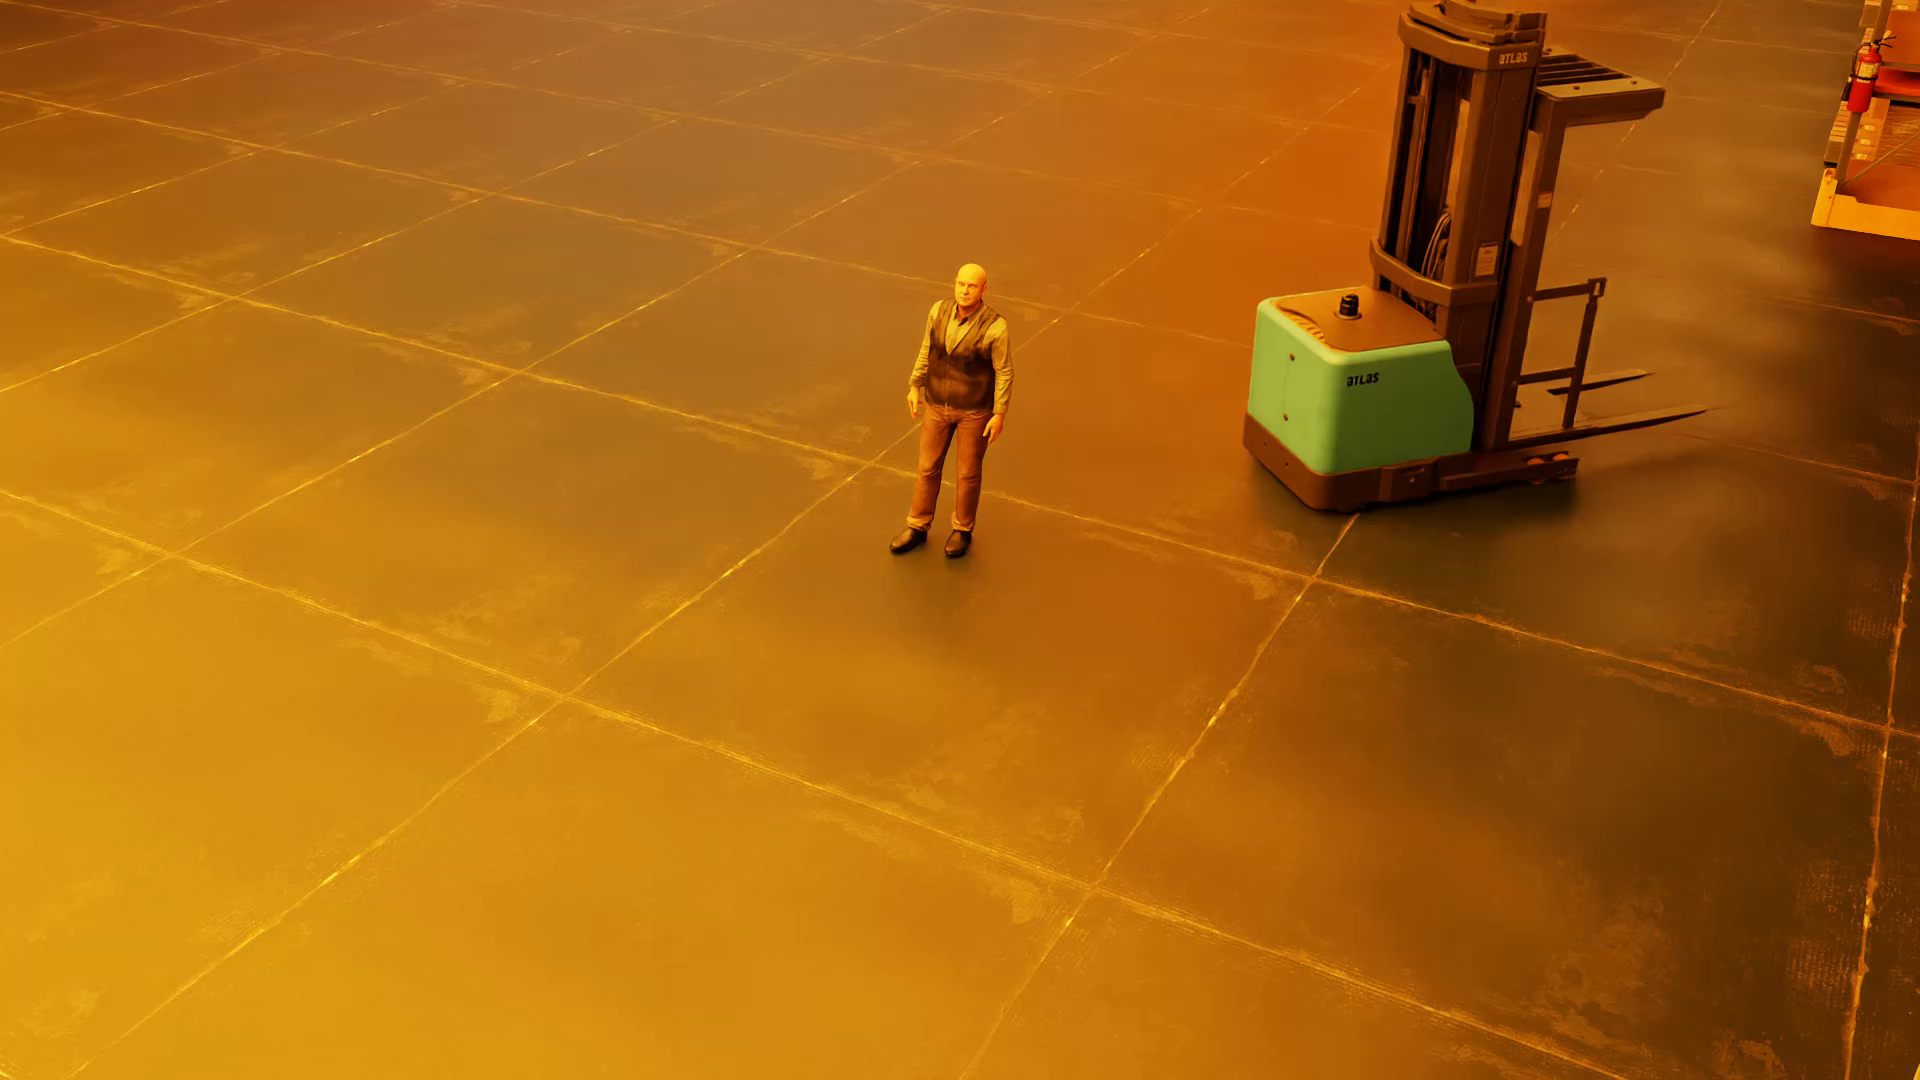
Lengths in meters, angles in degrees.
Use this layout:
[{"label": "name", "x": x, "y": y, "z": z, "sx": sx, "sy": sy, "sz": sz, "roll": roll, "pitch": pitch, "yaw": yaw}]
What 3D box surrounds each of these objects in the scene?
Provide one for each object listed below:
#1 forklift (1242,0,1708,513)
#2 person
[{"label": "forklift", "x": 3.435, "y": -1.864, "z": 10.301, "sx": 3.031, "sy": 2.935, "sz": 1.130, "roll": -9, "pitch": 31, "yaw": -16}, {"label": "person", "x": -0.037, "y": -0.726, "z": 9.524, "sx": 0.633, "sy": 1.722, "sz": 0.566, "roll": 15, "pitch": 33, "yaw": 25}]
